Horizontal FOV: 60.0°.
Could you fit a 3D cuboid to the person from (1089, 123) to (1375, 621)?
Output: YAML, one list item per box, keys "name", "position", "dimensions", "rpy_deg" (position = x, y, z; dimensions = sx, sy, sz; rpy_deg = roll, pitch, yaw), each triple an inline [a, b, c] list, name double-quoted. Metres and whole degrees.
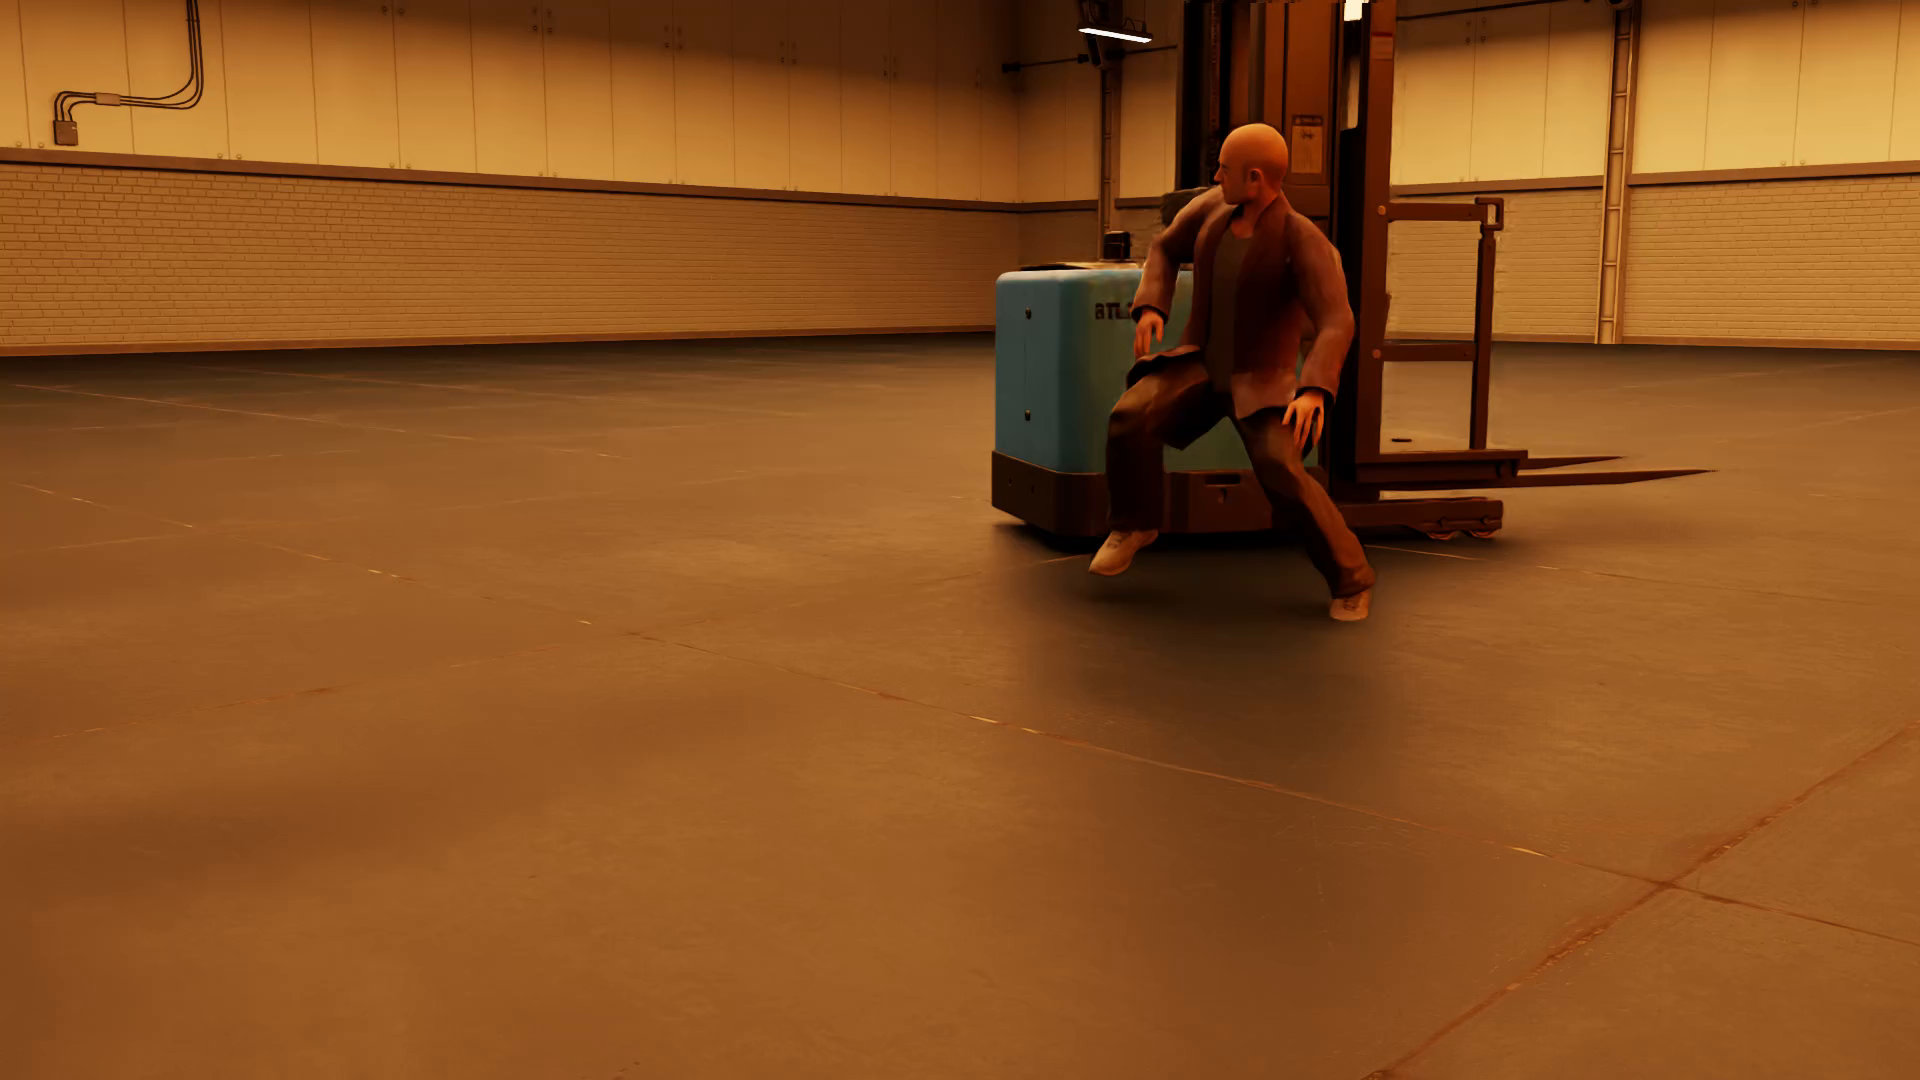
- name: "person"
  position: [0.883, -0.505, 5.249]
  dimensions: [0.898, 1.555, 0.711]
  rpy_deg: [6, 10, 34]

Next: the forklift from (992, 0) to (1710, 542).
- name: "forklift"
  position: [1.713, -1.521, 6.974]
  dimensions: [3.031, 2.935, 1.130]
  rpy_deg: [-2, 9, -15]
